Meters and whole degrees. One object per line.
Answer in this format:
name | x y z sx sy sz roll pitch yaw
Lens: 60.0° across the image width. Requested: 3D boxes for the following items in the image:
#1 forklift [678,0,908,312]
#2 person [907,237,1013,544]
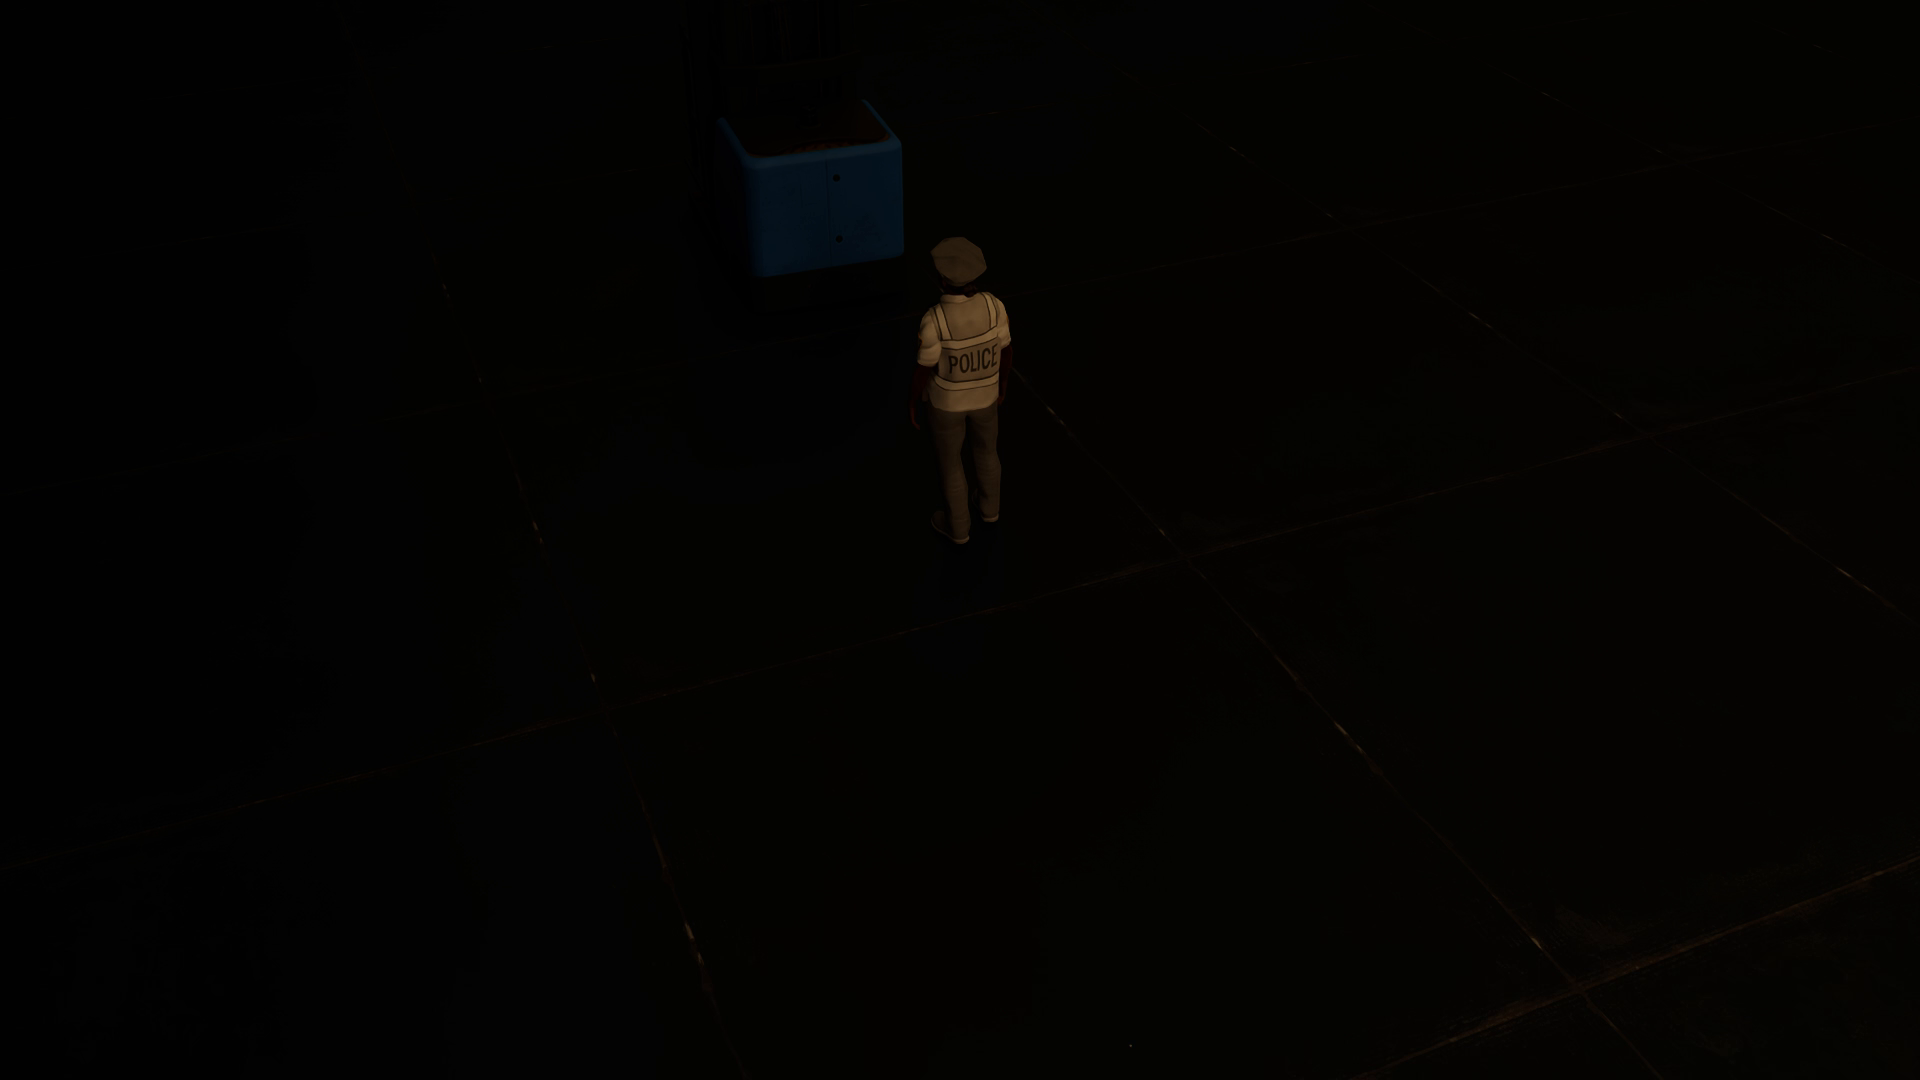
forklift | -1.306 -3.487 11.002 1.130 2.935 3.031 -11 37 -16
person | -0.011 -0.741 8.195 0.569 1.695 0.528 -14 38 -19
